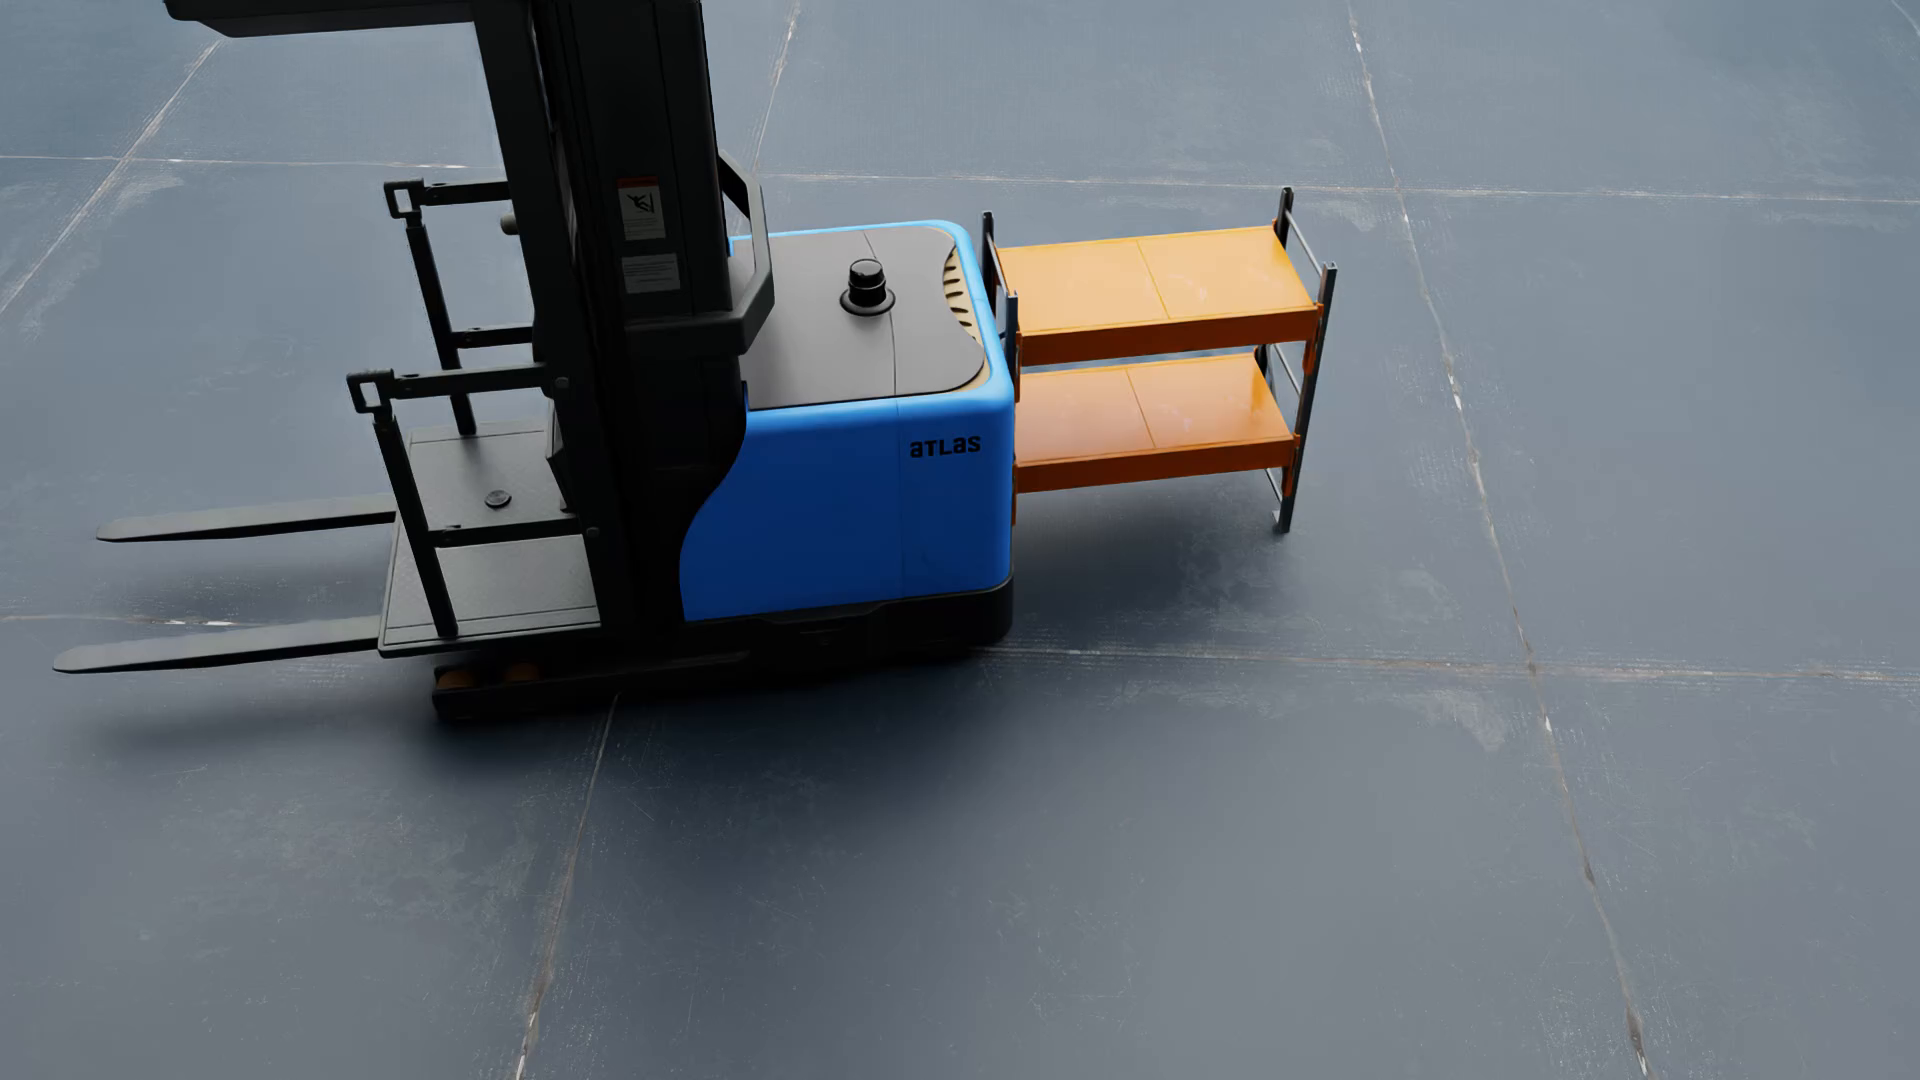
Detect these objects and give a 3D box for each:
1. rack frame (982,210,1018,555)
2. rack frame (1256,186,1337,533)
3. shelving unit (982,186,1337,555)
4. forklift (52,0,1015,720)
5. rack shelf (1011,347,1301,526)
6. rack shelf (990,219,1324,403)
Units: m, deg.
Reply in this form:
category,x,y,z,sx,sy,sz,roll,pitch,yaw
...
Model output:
category,x,y,z,sx,sy,sz,roll,pitch,yaw
rack frame,0.126,-0.501,5.662,0.032,1.125,0.500,-6,43,-6
rack frame,1.131,-0.607,5.775,0.032,1.125,0.500,-6,43,-6
shelving unit,0.629,-0.554,5.718,1.048,1.125,0.538,-6,43,-6
forklift,-1.388,-0.886,4.750,3.031,2.935,1.130,-6,43,-6
rack shelf,0.629,-0.375,5.885,1.000,0.278,0.538,-6,43,-6
rack shelf,0.629,-0.768,5.519,1.000,0.278,0.538,-6,43,-6
